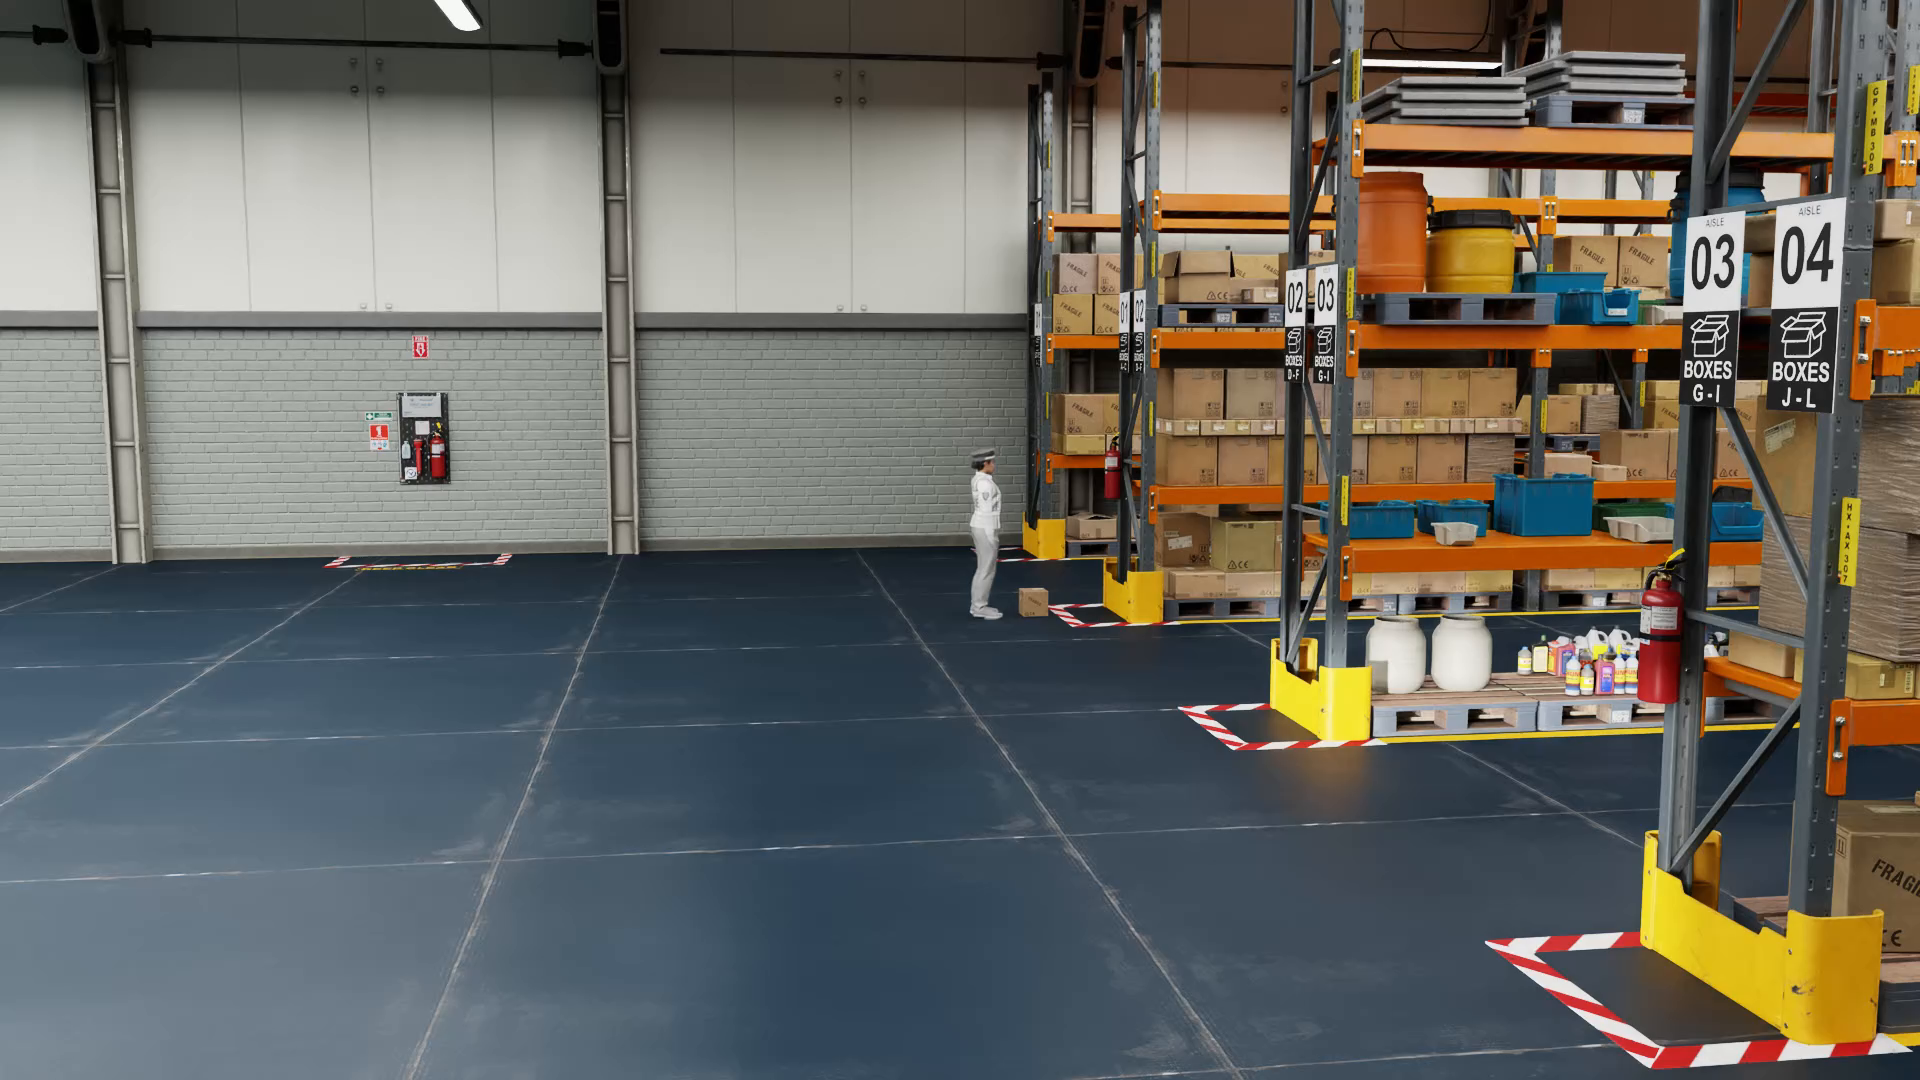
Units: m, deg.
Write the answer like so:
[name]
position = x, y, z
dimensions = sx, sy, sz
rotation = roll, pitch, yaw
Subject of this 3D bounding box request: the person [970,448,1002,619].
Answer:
[person]
position = 0.266, -0.073, 16.463
dimensions = 0.329, 1.671, 0.468
rotation = -1, 7, -7
